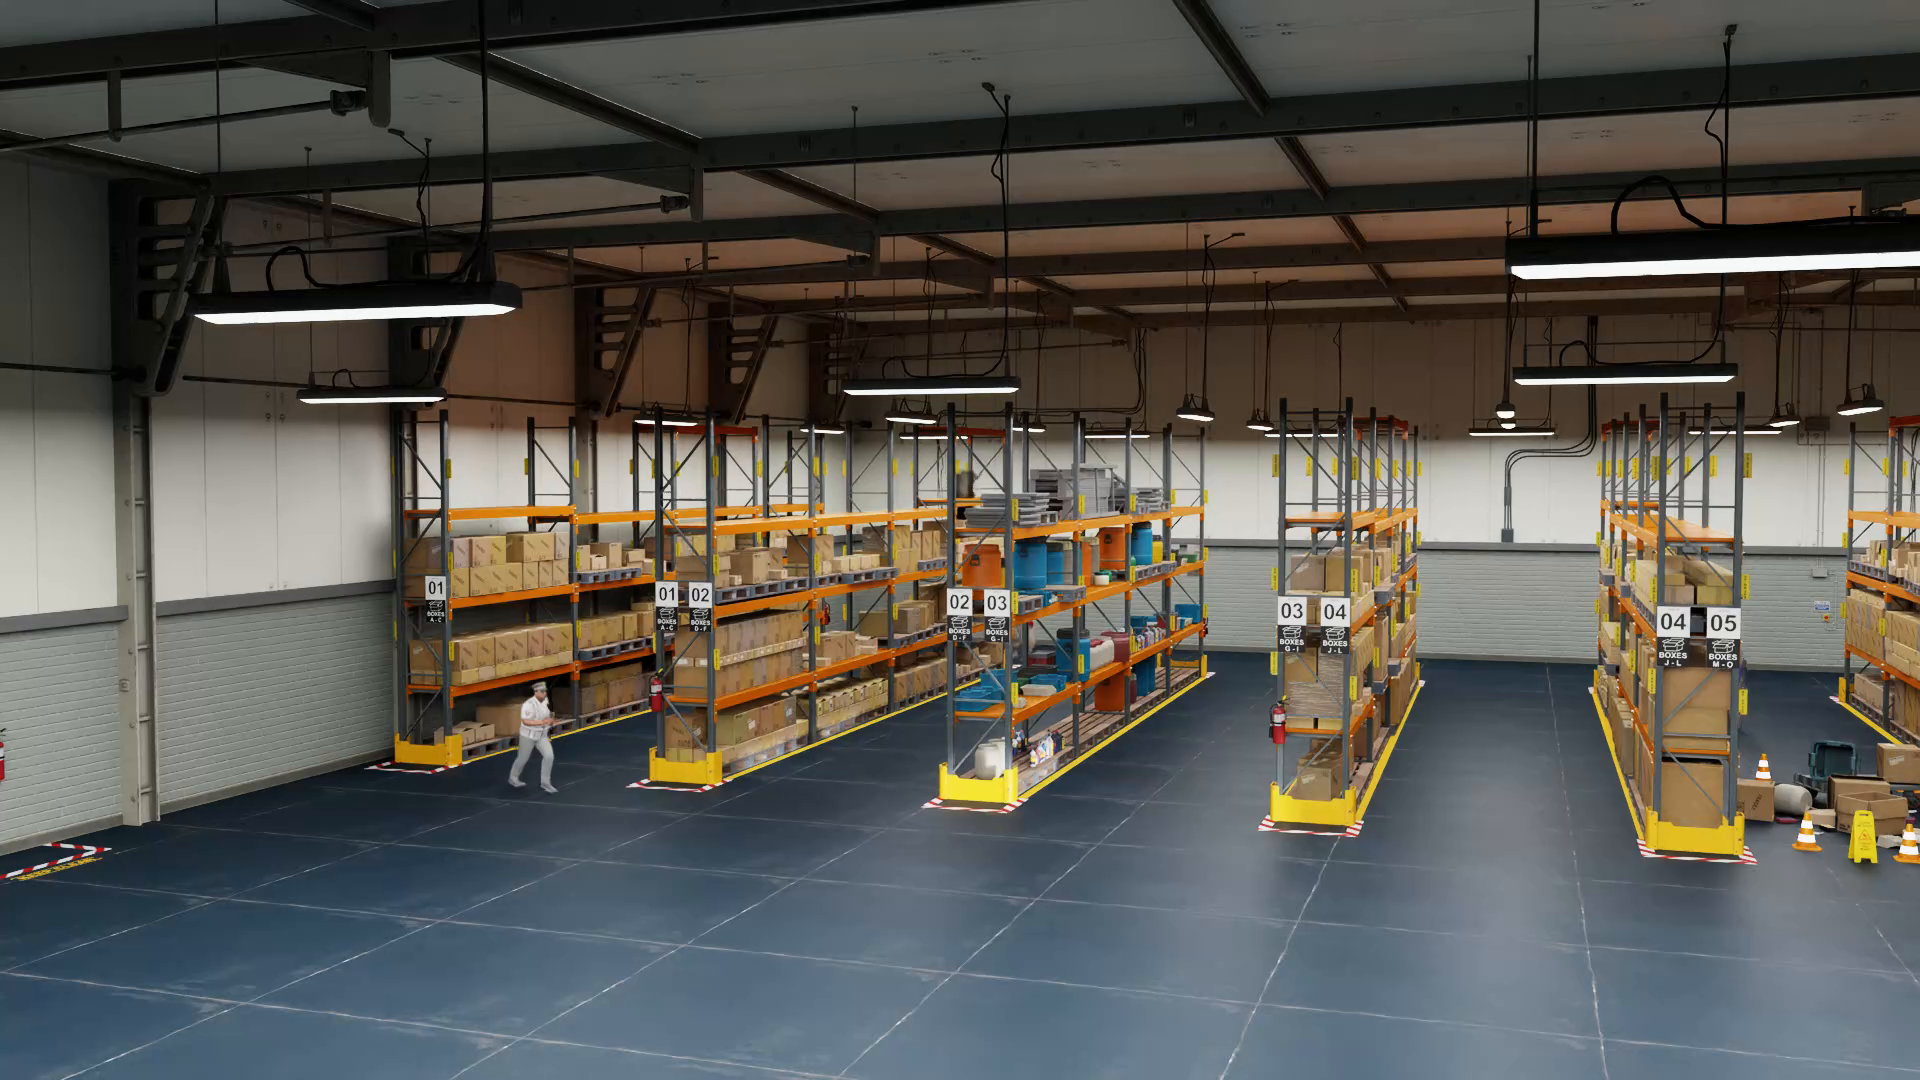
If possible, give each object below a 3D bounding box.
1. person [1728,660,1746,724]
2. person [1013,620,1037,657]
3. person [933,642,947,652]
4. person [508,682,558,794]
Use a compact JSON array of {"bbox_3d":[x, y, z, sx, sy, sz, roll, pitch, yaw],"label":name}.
[{"bbox_3d":[15.155,2.861,32.840,0.606,1.482,0.771,0,2,6],"label":"person"},{"bbox_3d":[1.674,2.321,43.034,0.650,1.709,0.864,-1,3,-31],"label":"person"},{"bbox_3d":[-0.335,2.267,44.206,0.796,1.710,0.611,1,3,28],"label":"person"},{"bbox_3d":[-6.594,3.041,25.726,1.000,1.755,0.666,2,3,36],"label":"person"}]
